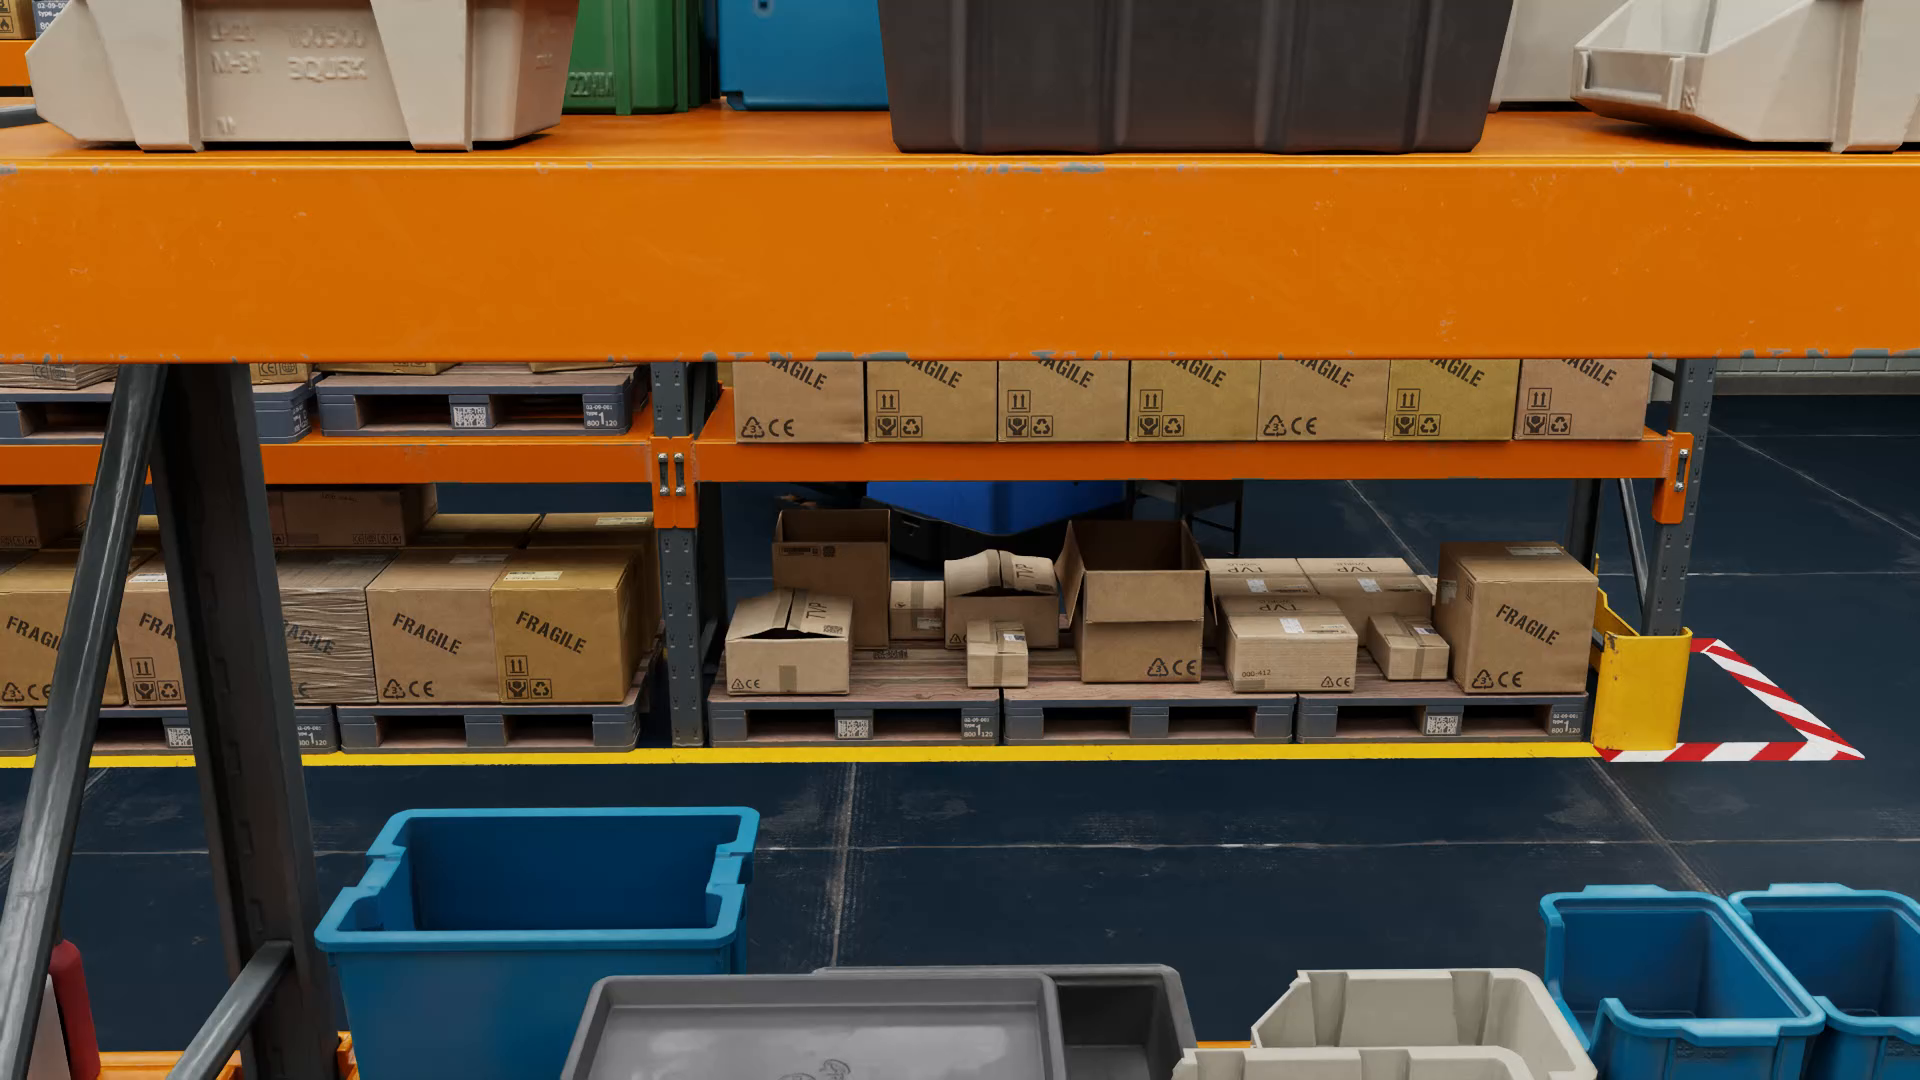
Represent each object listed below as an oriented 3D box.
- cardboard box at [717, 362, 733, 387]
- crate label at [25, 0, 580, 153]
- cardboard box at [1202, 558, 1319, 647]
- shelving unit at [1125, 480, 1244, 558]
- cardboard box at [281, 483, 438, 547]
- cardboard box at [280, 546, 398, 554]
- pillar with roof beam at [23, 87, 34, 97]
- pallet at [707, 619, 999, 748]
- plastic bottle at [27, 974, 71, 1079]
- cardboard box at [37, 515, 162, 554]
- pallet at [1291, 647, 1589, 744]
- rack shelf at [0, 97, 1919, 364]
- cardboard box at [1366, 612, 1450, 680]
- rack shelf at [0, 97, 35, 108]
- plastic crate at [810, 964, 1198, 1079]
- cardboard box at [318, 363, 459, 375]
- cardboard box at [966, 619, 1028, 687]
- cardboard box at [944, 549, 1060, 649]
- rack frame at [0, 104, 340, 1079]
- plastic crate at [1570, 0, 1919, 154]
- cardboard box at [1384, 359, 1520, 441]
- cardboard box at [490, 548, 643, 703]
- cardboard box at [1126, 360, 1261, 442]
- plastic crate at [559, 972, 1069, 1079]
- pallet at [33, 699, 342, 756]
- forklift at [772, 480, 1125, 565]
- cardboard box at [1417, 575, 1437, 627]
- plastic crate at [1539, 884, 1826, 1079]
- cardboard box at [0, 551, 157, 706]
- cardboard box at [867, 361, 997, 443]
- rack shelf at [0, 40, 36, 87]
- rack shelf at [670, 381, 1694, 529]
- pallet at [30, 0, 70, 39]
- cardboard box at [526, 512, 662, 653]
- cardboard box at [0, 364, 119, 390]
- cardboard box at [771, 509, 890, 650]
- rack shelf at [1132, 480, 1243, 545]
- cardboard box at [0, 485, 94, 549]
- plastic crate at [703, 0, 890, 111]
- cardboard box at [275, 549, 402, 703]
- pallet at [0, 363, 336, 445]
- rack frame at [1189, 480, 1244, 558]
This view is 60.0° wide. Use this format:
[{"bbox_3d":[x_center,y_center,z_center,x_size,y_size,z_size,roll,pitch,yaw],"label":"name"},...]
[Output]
[{"bbox_3d":[-1.863,-1.367,11.731,0.750,0.750,0.750,0,18,0],"label":"cardboard box"},{"bbox_3d":[-0.565,-0.425,1.482,0.466,0.136,0.293,0,18,-1],"label":"crate label"},{"bbox_3d":[1.318,0.280,7.544,0.500,0.250,0.500,0,18,-1],"label":"cardboard box"},{"bbox_3d":[1.233,-0.901,8.918,0.503,2.100,0.431,-14,22,-37],"label":"shelving unit"},{"bbox_3d":[-2.621,-0.164,7.294,0.500,0.250,0.500,0,18,-1],"label":"cardboard box"},{"bbox_3d":[-2.654,0.194,7.404,0.500,0.500,0.500,0,18,0],"label":"cardboard box"},{"bbox_3d":[-6.460,-4.014,7.329,0.400,9.000,9.100,0,18,-1],"label":"pillar with roof beam"},{"bbox_3d":[-0.447,0.604,7.319,1.213,0.211,1.003,0,18,-1],"label":"pallet"},{"bbox_3d":[-1.456,0.718,2.478,0.185,0.351,0.144,0,18,-1],"label":"plastic bottle"},{"bbox_3d":[-3.684,0.201,7.383,0.500,0.500,0.500,-1,18,-3],"label":"cardboard box"},{"bbox_3d":[1.993,0.592,7.356,1.213,0.211,1.003,0,18,-1],"label":"pallet"},{"bbox_3d":[0.941,-0.303,1.850,4.000,0.370,1.077,0,18,-1],"label":"rack shelf"},{"bbox_3d":[1.920,0.452,7.147,0.250,0.166,0.380,0,18,-1],"label":"cardboard box"},{"bbox_3d":[-3.059,-0.284,1.790,4.000,0.370,1.077,0,18,-1],"label":"rack shelf"},{"bbox_3d":[0.056,0.807,2.473,0.590,0.125,0.437,0,18,-1],"label":"plastic crate"},{"bbox_3d":[-2.297,-1.012,6.940,0.500,0.500,0.700,3,18,8],"label":"cardboard box"},{"bbox_3d":[0.155,0.476,7.072,0.250,0.166,0.380,0,18,-1],"label":"cardboard box"},{"bbox_3d":[0.182,0.257,7.517,0.500,0.311,0.500,0,18,-1],"label":"cardboard box"},{"bbox_3d":[-1.059,0.793,2.165,0.053,2.616,0.949,0,18,-1],"label":"rack frame"},{"bbox_3d":[0.879,-0.444,1.543,0.530,0.136,0.437,0,18,-1],"label":"plastic crate"},{"bbox_3d":[1.904,-0.699,6.652,0.500,0.500,0.500,0,18,0],"label":"cardboard box"},{"bbox_3d":[-1.622,0.350,6.918,0.500,0.500,0.500,0,18,-1],"label":"cardboard box"},{"bbox_3d":[0.901,-0.696,6.642,0.500,0.500,0.500,-1,18,-2],"label":"cardboard box"},{"bbox_3d":[-0.162,0.805,1.924,0.583,0.464,0.402,0,18,-1],"label":"plastic crate"},{"bbox_3d":[-3.169,0.629,7.241,1.213,0.211,1.003,0,18,-1],"label":"pallet"},{"bbox_3d":[-0.467,-1.550,9.582,1.130,2.935,3.031,-16,24,-41],"label":"forklift"},{"bbox_3d":[2.192,0.298,7.627,0.250,0.166,0.380,0,18,-1],"label":"cardboard box"},{"bbox_3d":[1.072,0.732,2.530,0.300,0.233,0.416,0,18,-1],"label":"plastic crate"},{"bbox_3d":[-3.648,0.359,6.889,0.500,0.500,0.500,-1,18,-2],"label":"cardboard box"},{"bbox_3d":[-0.107,-0.691,6.628,0.500,0.500,0.500,0,18,0],"label":"cardboard box"},{"bbox_3d":[-3.133,-1.797,6.506,4.000,0.370,1.077,0,18,-1],"label":"rack shelf"},{"bbox_3d":[0.866,-0.388,7.024,4.000,0.370,1.077,0,18,-1],"label":"rack shelf"},{"bbox_3d":[-2.823,-2.072,6.493,1.003,0.211,1.213,0,18,-1],"label":"pallet"},{"bbox_3d":[-1.621,0.188,7.423,0.500,0.500,0.500,-1,18,-3],"label":"cardboard box"},{"bbox_3d":[-3.587,-0.933,6.693,0.500,0.500,0.700,3,18,10],"label":"cardboard box"},{"bbox_3d":[-0.568,0.171,7.477,0.500,0.500,0.500,0,18,-1],"label":"cardboard box"},{"bbox_3d":[1.233,-0.222,9.136,0.480,0.518,0.431,-14,22,-37],"label":"rack shelf"},{"bbox_3d":[-4.145,-0.156,7.266,0.500,0.250,0.500,0,18,1],"label":"cardboard box"},{"bbox_3d":[-0.154,-0.658,2.053,0.300,0.233,0.416,0,18,-1],"label":"plastic crate"},{"bbox_3d":[-2.618,0.352,6.912,0.500,0.500,0.500,0,18,0],"label":"cardboard box"},{"bbox_3d":[-3.188,-0.621,6.887,1.213,0.211,1.003,0,18,-1],"label":"pallet"},{"bbox_3d":[1.422,-0.948,9.065,0.015,2.100,0.400,-14,22,-37],"label":"rack frame"}]
